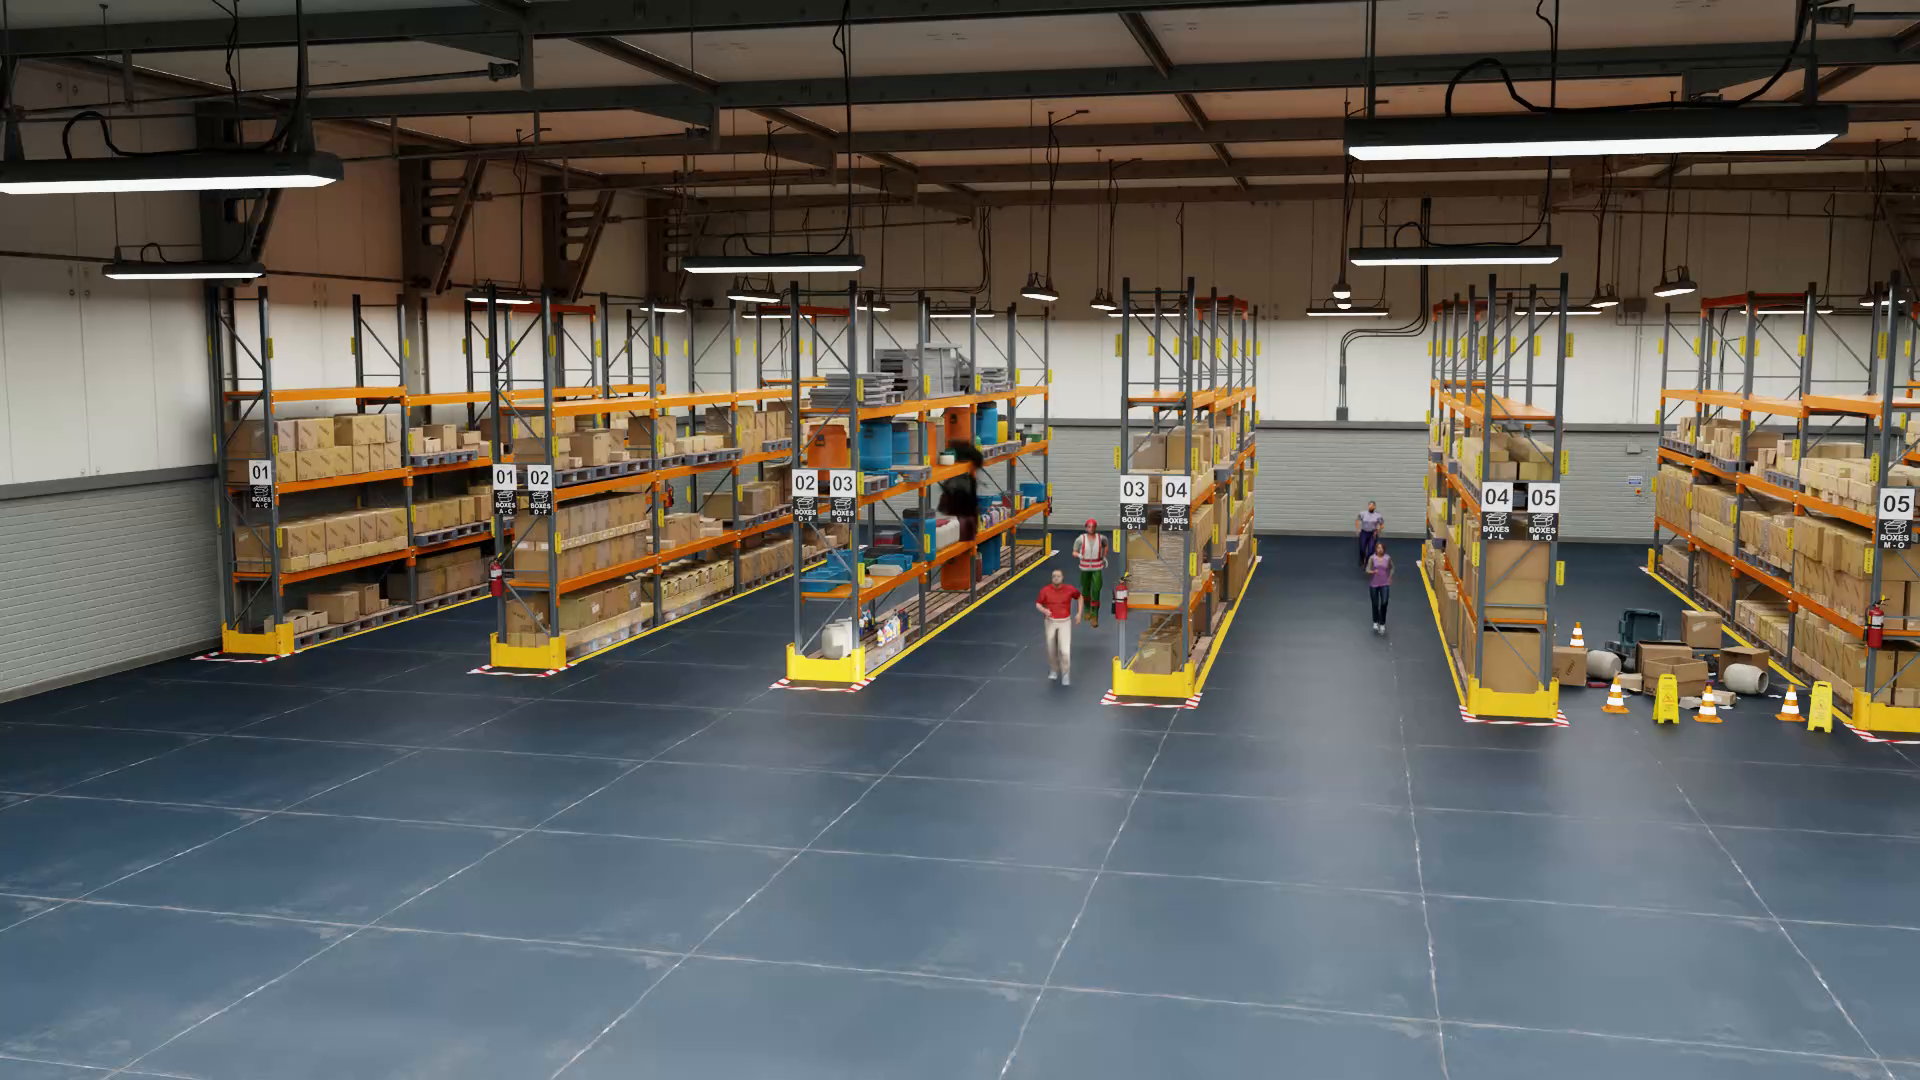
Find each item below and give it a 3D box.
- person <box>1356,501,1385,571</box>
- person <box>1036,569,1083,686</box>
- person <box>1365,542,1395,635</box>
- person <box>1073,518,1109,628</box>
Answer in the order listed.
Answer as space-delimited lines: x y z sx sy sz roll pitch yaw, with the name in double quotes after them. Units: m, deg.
9.243 -0.091 37.523 0.650 1.595 0.522 2 7 16 "person"
1.472 1.320 24.849 0.689 1.790 0.743 1 7 10 "person"
7.405 0.852 29.340 0.513 1.618 0.657 1 7 12 "person"
2.244 0.534 28.611 0.613 1.837 0.850 1 7 6 "person"
